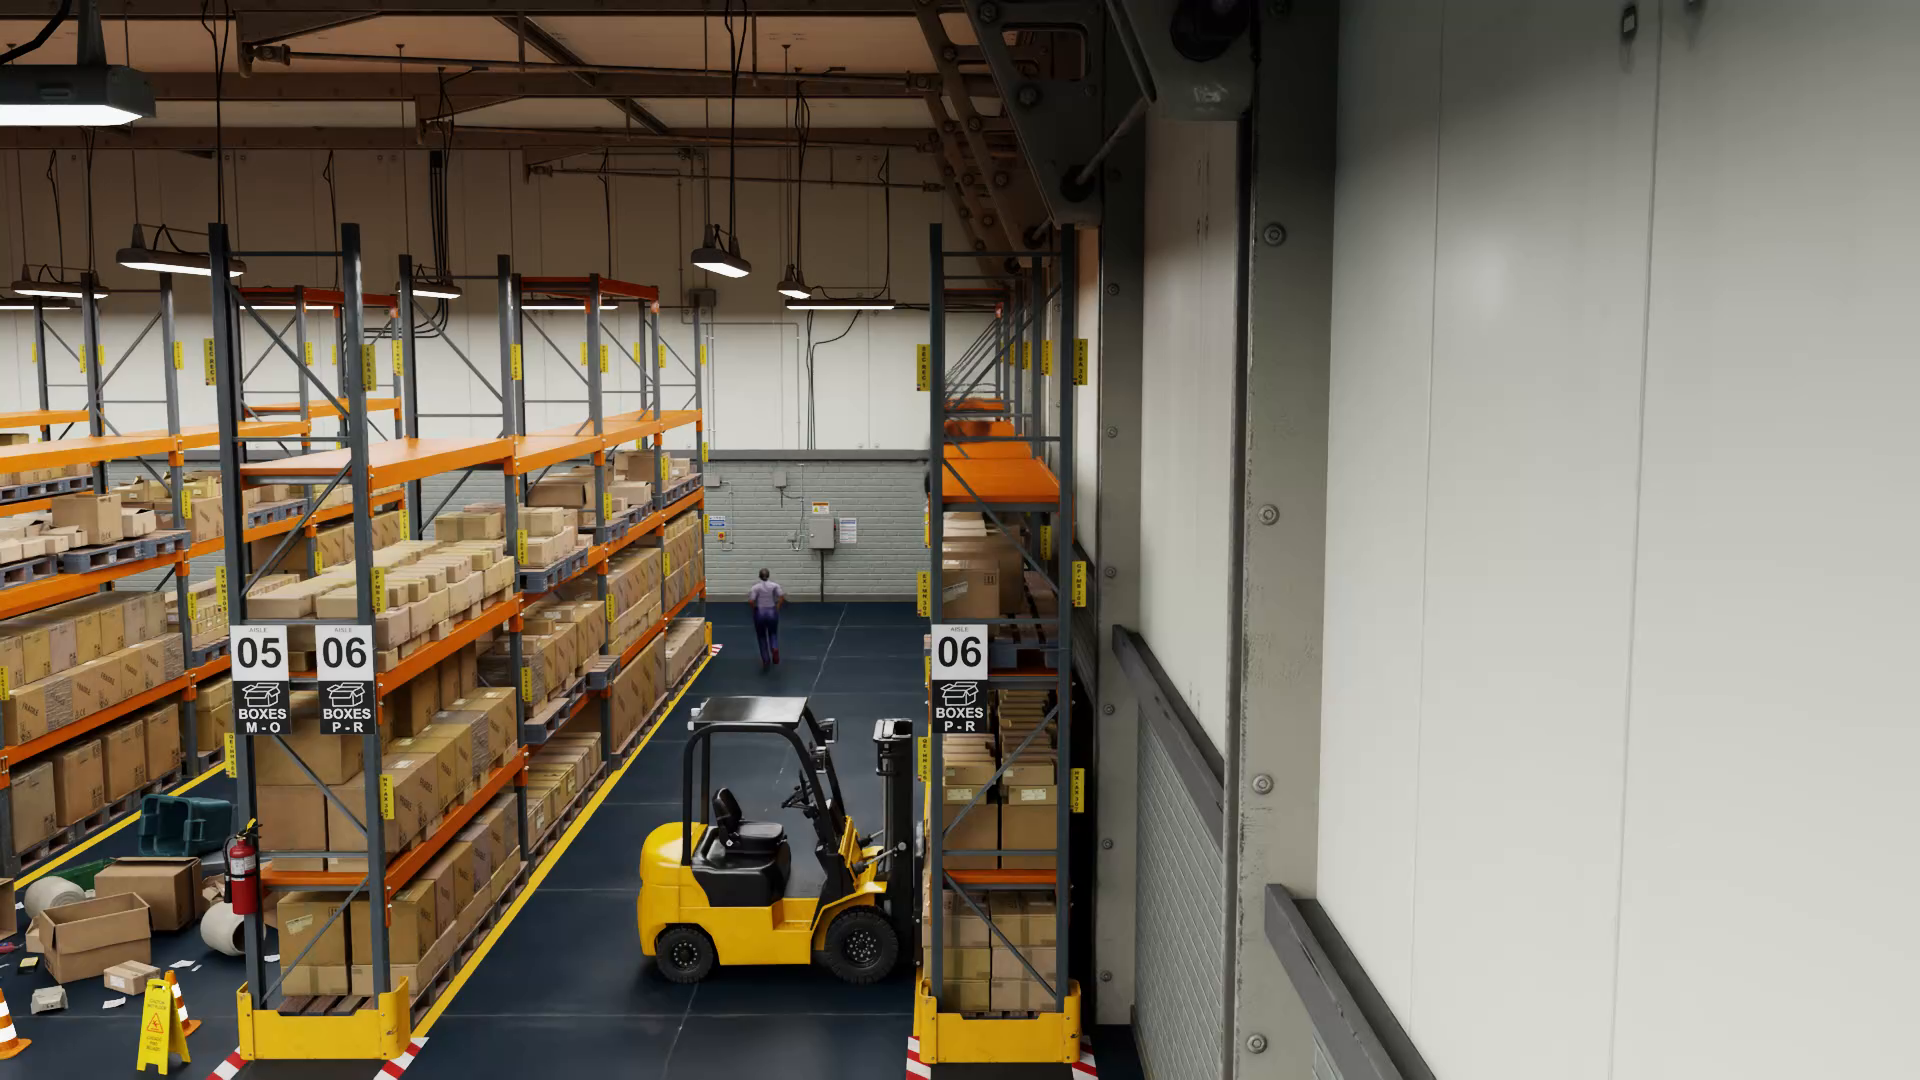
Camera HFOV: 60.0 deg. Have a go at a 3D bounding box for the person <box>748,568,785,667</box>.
[{"bbox_3d":[-3.138,1.235,26.869,0.582,1.603,0.531,-2,7,-16],"label":"person"}]
